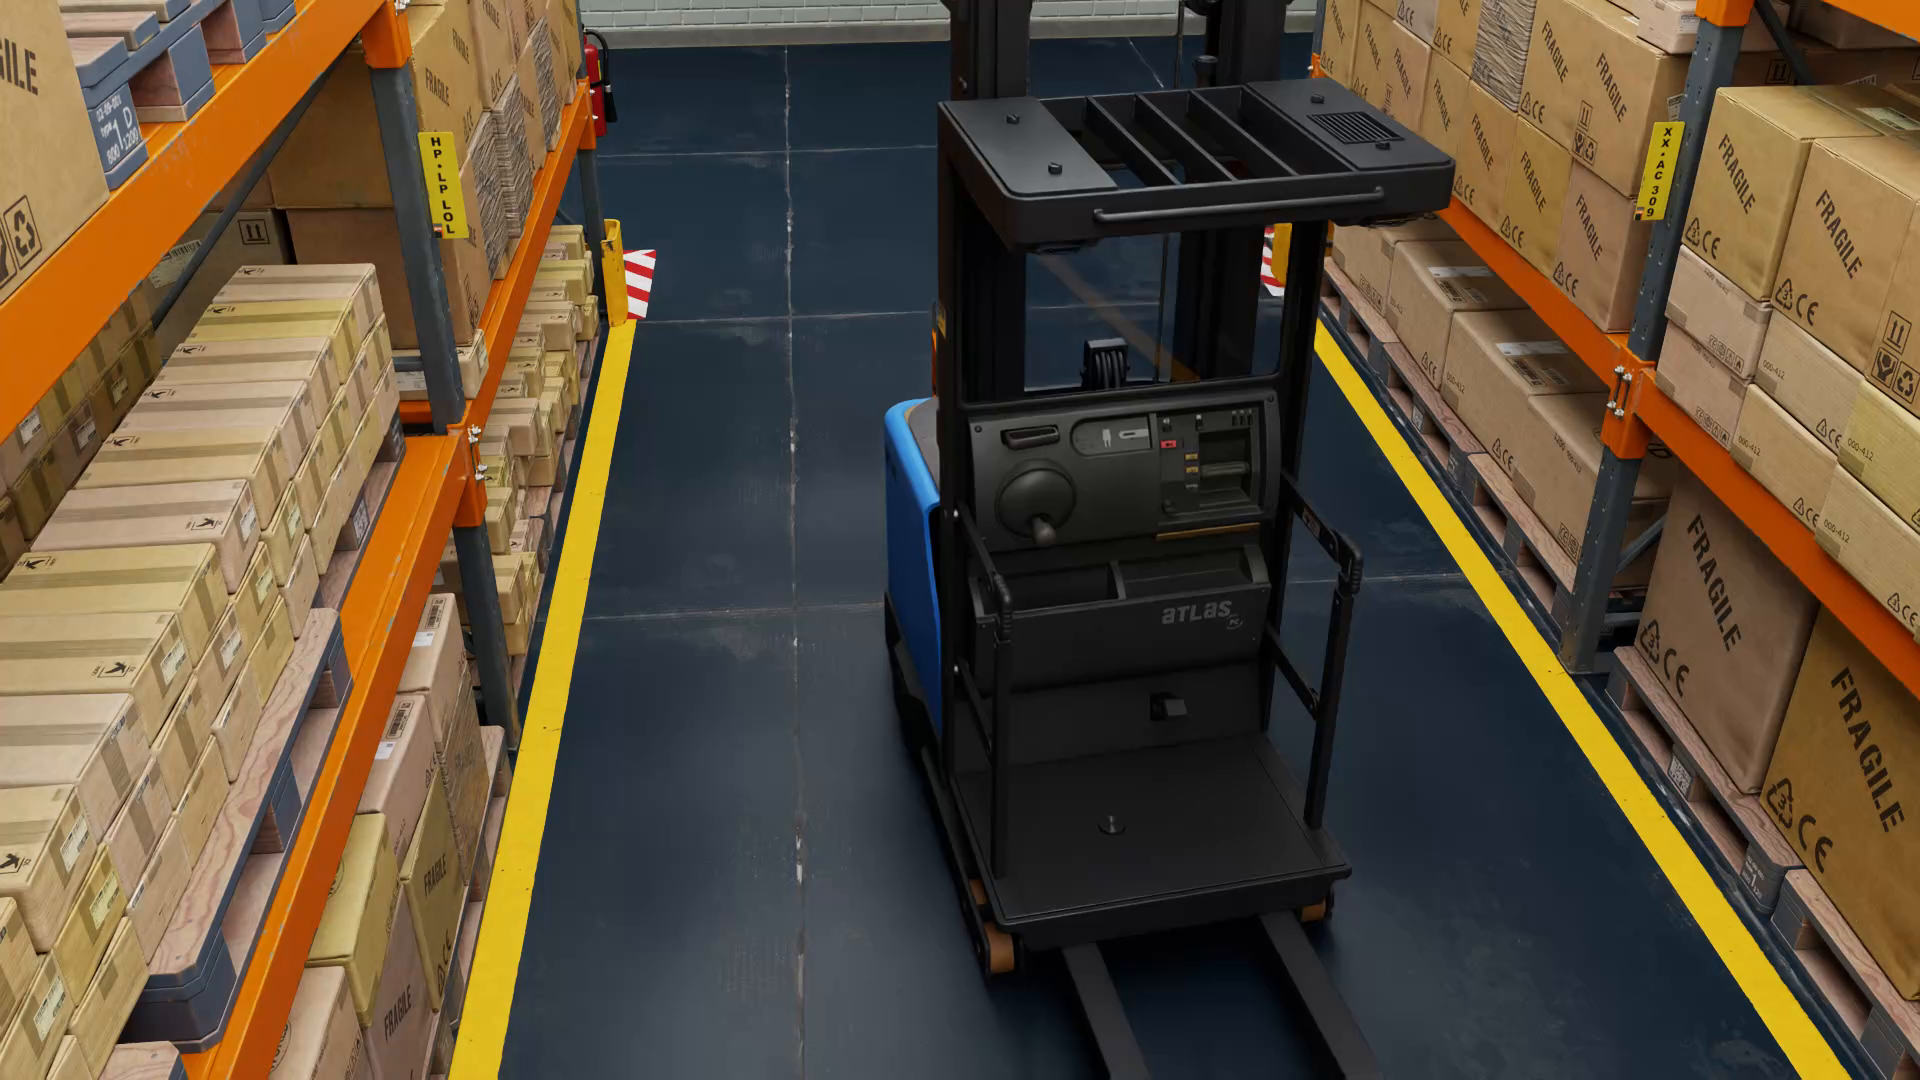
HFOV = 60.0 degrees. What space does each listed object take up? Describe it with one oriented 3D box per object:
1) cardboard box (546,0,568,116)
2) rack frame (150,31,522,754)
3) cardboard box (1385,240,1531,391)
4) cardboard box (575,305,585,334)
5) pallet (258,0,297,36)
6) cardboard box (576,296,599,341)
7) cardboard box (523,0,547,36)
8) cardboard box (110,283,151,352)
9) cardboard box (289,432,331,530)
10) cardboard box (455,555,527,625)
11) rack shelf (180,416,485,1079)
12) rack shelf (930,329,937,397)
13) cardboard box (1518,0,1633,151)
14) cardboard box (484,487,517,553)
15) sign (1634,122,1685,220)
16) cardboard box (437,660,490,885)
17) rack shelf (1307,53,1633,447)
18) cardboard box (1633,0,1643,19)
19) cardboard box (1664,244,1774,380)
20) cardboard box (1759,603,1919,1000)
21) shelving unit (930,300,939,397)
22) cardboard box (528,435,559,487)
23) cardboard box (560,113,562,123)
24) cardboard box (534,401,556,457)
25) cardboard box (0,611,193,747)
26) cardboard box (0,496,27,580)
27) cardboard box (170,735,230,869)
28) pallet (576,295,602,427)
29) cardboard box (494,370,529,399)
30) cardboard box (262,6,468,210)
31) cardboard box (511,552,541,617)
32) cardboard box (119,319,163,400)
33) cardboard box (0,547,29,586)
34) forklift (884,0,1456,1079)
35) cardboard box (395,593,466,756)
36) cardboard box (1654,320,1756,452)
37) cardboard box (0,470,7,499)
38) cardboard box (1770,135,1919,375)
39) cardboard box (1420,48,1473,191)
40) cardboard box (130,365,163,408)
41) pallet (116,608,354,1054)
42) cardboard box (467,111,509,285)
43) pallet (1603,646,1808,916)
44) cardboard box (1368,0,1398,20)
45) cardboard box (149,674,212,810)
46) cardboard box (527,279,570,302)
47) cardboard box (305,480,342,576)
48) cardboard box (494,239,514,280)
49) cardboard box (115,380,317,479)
[{"bbox_3d":[-2.125,-2.263,7.726,0.500,0.500,0.500,-3,31,-5],"label":"cardboard box"},{"bbox_3d":[-2.093,-0.531,5.213,1.000,3.000,0.127,-3,31,-5],"label":"rack frame"},{"bbox_3d":[2.707,-1.143,8.327,0.875,0.438,0.875,-2,31,-3],"label":"cardboard box"},{"bbox_3d":[-2.083,-1.136,8.307,0.380,0.149,0.250,-4,31,-7],"label":"cardboard box"},{"bbox_3d":[-2.141,-1.417,3.956,1.213,0.211,1.003,-3,31,-5],"label":"pallet"},{"bbox_3d":[-2.085,-1.144,8.611,0.380,0.149,0.250,-2,31,-3],"label":"cardboard box"},{"bbox_3d":[-2.071,-2.427,7.026,0.500,0.500,0.500,-1,31,-2],"label":"cardboard box"},{"bbox_3d":[-2.514,-0.635,4.644,0.380,0.149,0.250,-1,31,-2],"label":"cardboard box"},{"bbox_3d":[-1.783,-0.136,4.099,0.380,0.149,0.250,-4,31,-6],"label":"cardboard box"},{"bbox_3d":[-1.808,0.185,6.096,0.380,0.149,0.250,-1,31,-2],"label":"cardboard box"},{"bbox_3d":[-1.906,0.799,3.688,1.077,0.370,4.000,-3,31,-5],"label":"rack shelf"},{"bbox_3d":[-0.005,-0.713,6.886,0.215,0.259,0.240,-3,31,-5],"label":"rack shelf"},{"bbox_3d":[2.468,-1.779,6.230,0.500,0.500,0.500,-3,31,-5],"label":"cardboard box"},{"bbox_3d":[-1.885,-0.072,6.235,0.380,0.149,0.250,-1,31,-2],"label":"cardboard box"},{"bbox_3d":[2.274,-1.198,5.408,0.100,0.325,0.005,-3,31,-5],"label":"sign"},{"bbox_3d":[-1.773,0.728,5.134,0.500,0.500,0.500,-3,31,-6],"label":"cardboard box"},{"bbox_3d":[2.639,-1.532,7.591,1.077,0.370,4.000,-3,31,-5],"label":"rack shelf"},{"bbox_3d":[2.564,-1.852,5.720,0.380,0.149,0.250,-2,31,-3],"label":"cardboard box"},{"bbox_3d":[2.586,-0.731,5.208,0.500,0.250,0.500,-4,31,-6],"label":"cardboard box"},{"bbox_3d":[3.056,0.686,4.839,0.875,0.875,0.875,-2,31,-3],"label":"cardboard box"},{"bbox_3d":[-0.005,-0.478,7.027,0.215,1.050,0.252,-3,31,-5],"label":"shelving unit"},{"bbox_3d":[-1.969,-0.349,7.279,0.380,0.149,0.250,-4,31,-6],"label":"cardboard box"},{"bbox_3d":[-2.130,-2.056,8.012,0.380,0.149,0.250,-3,31,-5],"label":"cardboard box"},{"bbox_3d":[-1.965,-0.474,7.199,0.380,0.149,0.250,-3,31,-5],"label":"cardboard box"},{"bbox_3d":[-1.694,0.268,3.132,0.380,0.149,0.250,-2,31,-3],"label":"cardboard box"},{"bbox_3d":[-2.411,0.027,3.826,0.380,0.149,0.250,-2,31,-3],"label":"cardboard box"},{"bbox_3d":[-1.686,0.524,3.283,0.380,0.149,0.250,-2,31,-4],"label":"cardboard box"},{"bbox_3d":[-2.419,-0.920,8.585,1.003,0.211,1.213,-3,31,-5],"label":"pallet"},{"bbox_3d":[-2.055,-0.599,7.119,0.380,0.149,0.250,-4,31,-7],"label":"cardboard box"},{"bbox_3d":[-1.892,-1.373,5.260,0.500,0.500,0.500,-2,31,-3],"label":"cardboard box"},{"bbox_3d":[-1.832,0.176,6.401,0.380,0.149,0.250,-2,31,-3],"label":"cardboard box"},{"bbox_3d":[-2.514,-0.508,4.720,0.380,0.149,0.250,-2,31,-4],"label":"cardboard box"},{"bbox_3d":[-2.416,0.147,3.914,0.380,0.149,0.250,-4,31,-7],"label":"cardboard box"},{"bbox_3d":[0.536,-0.156,4.653,1.130,2.935,3.031,-7,31,-11],"label":"forklift"},{"bbox_3d":[-1.772,0.408,4.938,0.500,0.250,0.500,-4,31,-6],"label":"cardboard box"},{"bbox_3d":[2.604,-0.518,5.338,0.500,0.250,0.500,-3,31,-6],"label":"cardboard box"},{"bbox_3d":[-2.415,-0.104,3.754,0.380,0.149,0.250,-3,31,-5],"label":"cardboard box"},{"bbox_3d":[2.656,-0.795,4.583,0.500,0.500,0.500,-3,31,-5],"label":"cardboard box"},{"bbox_3d":[2.379,-1.873,7.364,0.500,0.500,0.500,-2,31,-3],"label":"cardboard box"},{"bbox_3d":[-2.514,-0.380,4.796,0.380,0.149,0.250,-4,31,-7],"label":"cardboard box"},{"bbox_3d":[-1.945,0.585,3.532,1.003,0.211,1.213,-3,31,-5],"label":"pallet"},{"bbox_3d":[-1.942,-1.218,5.977,0.500,0.500,0.500,-3,31,-5],"label":"cardboard box"},{"bbox_3d":[2.973,0.768,5.758,1.003,0.211,1.213,-3,31,-5],"label":"pallet"},{"bbox_3d":[2.269,-2.812,7.959,0.500,0.500,0.500,-4,31,-6],"label":"cardboard box"},{"bbox_3d":[-1.686,0.398,3.205,0.380,0.149,0.250,-3,31,-5],"label":"cardboard box"},{"bbox_3d":[-2.087,-1.134,8.014,0.380,0.149,0.250,-4,31,-7],"label":"cardboard box"},{"bbox_3d":[-1.789,-0.022,4.197,0.380,0.149,0.250,-4,31,-7],"label":"cardboard box"},{"bbox_3d":[-1.947,-1.116,6.438,0.380,0.149,0.250,-2,31,-4],"label":"cardboard box"},{"bbox_3d":[-1.788,-0.260,4.015,0.380,0.149,0.250,-3,31,-5],"label":"cardboard box"}]
